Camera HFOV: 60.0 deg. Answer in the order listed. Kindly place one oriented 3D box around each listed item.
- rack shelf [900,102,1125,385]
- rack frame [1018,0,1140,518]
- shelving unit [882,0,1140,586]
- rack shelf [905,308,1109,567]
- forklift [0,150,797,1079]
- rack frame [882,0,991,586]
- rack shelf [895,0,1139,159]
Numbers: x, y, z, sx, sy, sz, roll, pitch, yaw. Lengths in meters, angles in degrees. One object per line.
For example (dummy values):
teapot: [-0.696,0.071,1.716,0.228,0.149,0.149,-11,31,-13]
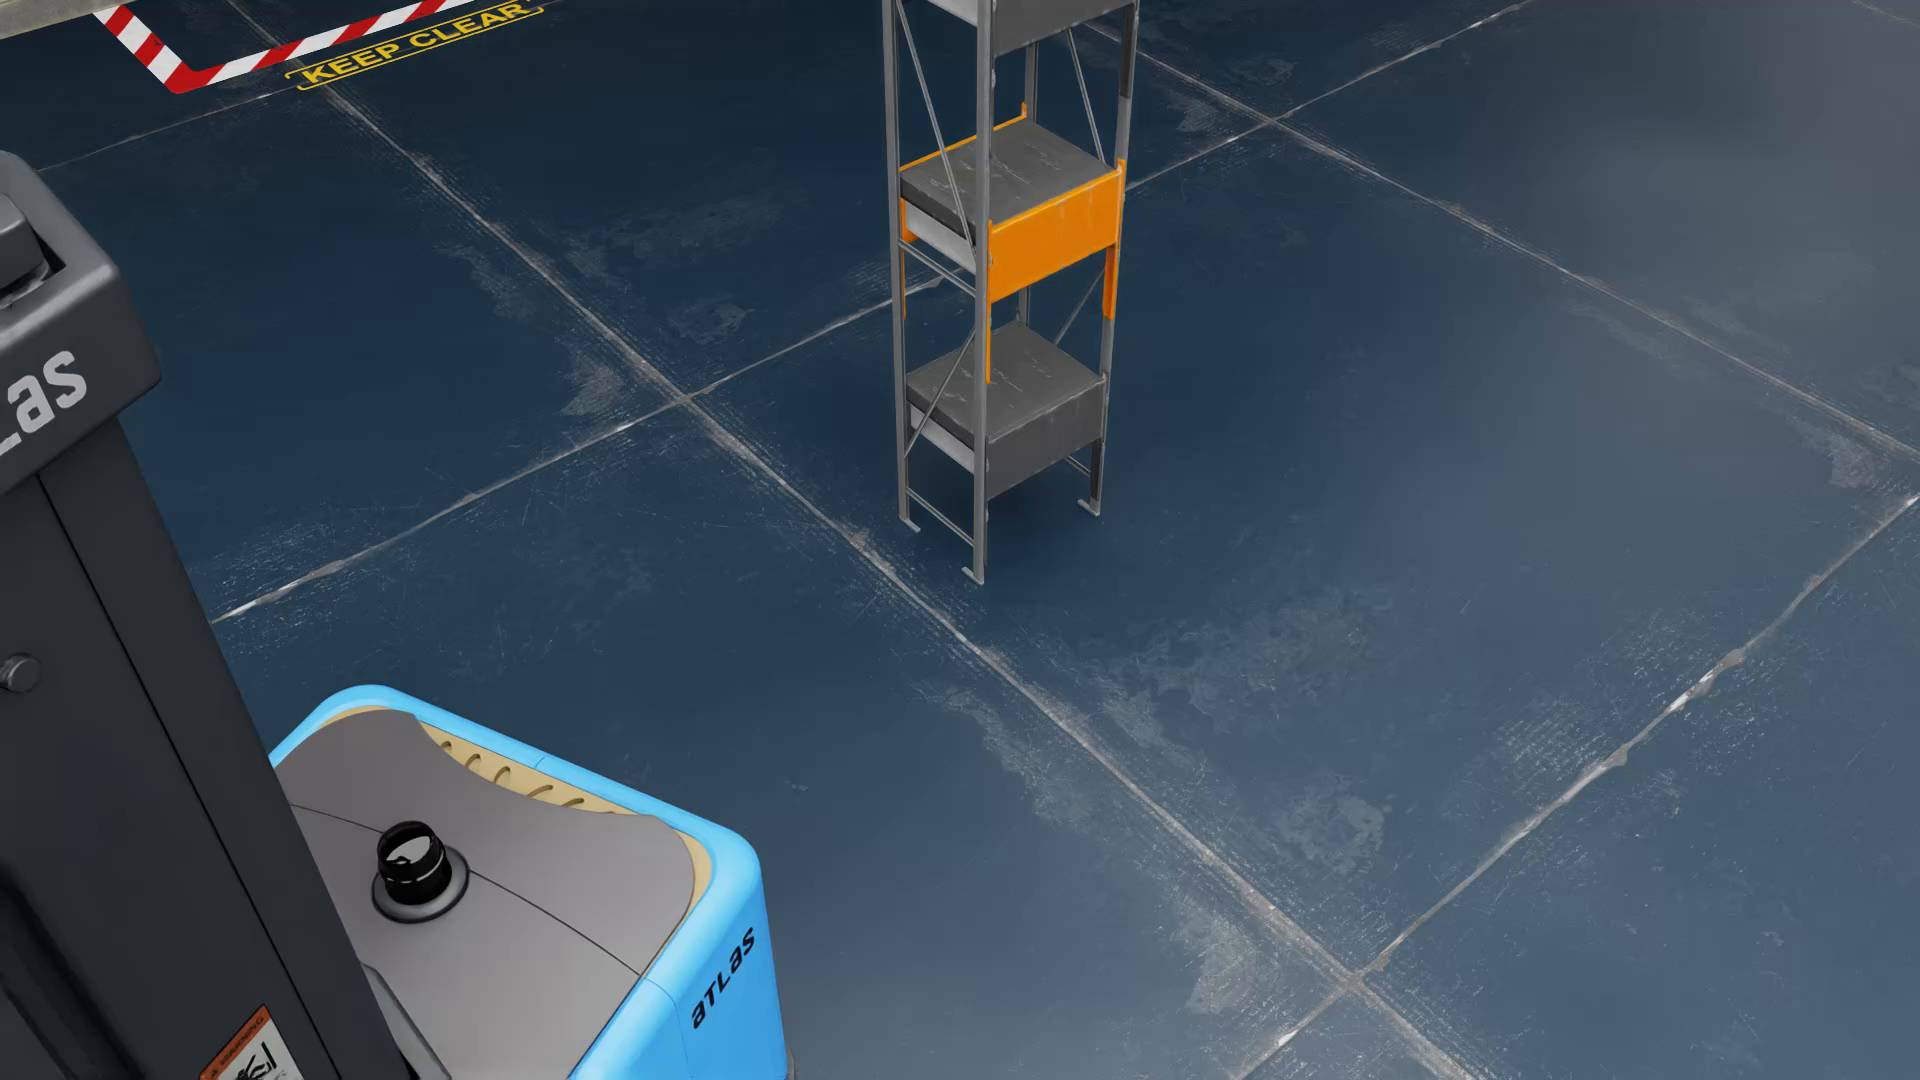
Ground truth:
rack shelf: [0.127,-0.828,4.618,0.480,0.518,0.431,-30,51,-28]
rack frame: [0.314,-0.945,4.723,0.015,2.100,0.400,-30,51,-28]
shelving unit: [0.127,-0.838,4.609,0.503,2.100,0.431,-30,51,-28]
rack shelf: [0.127,-0.318,5.097,0.480,0.518,0.431,-30,51,-28]
forklift: [-1.457,1.039,2.003,1.130,2.935,3.031,19,46,19]
rack frame: [-0.060,-0.731,4.494,0.015,2.100,0.400,-30,51,-28]
rack shelf: [0.127,-1.338,4.139,0.480,0.518,0.431,-30,51,-28]
